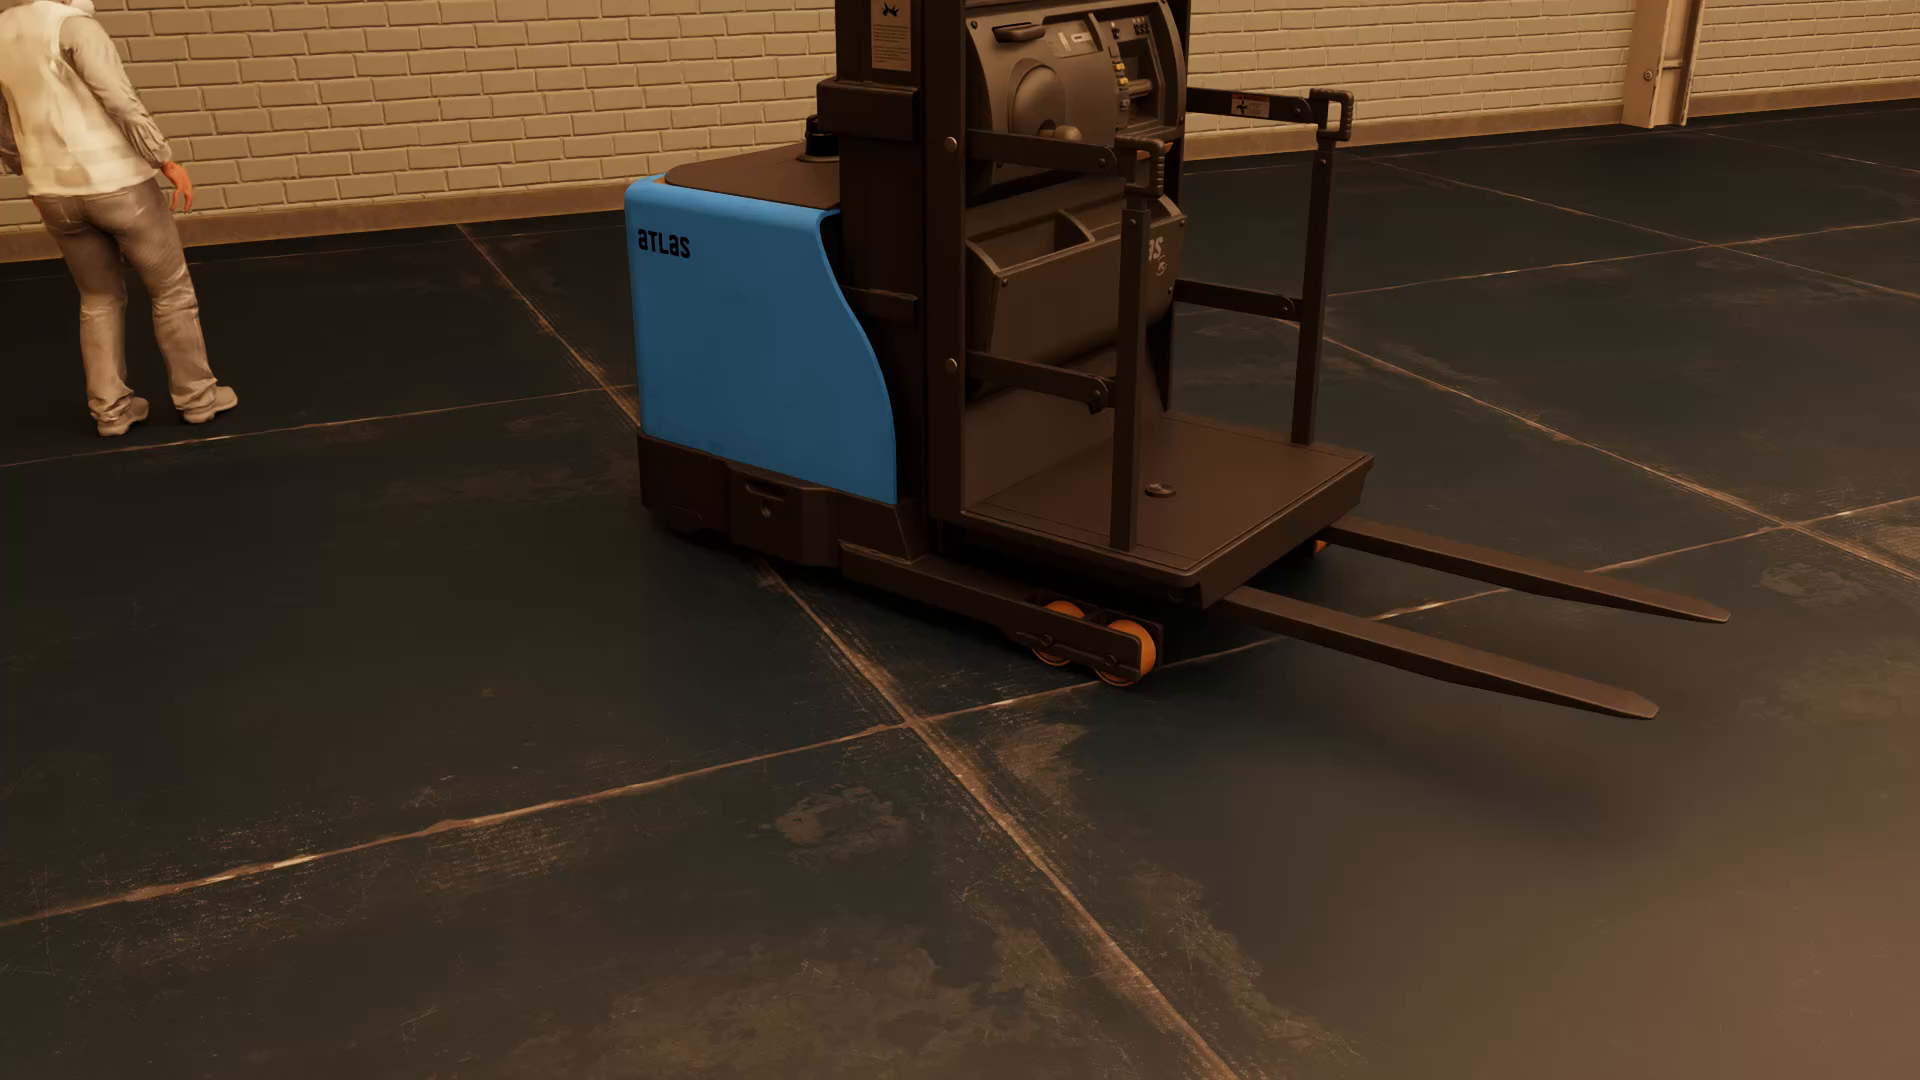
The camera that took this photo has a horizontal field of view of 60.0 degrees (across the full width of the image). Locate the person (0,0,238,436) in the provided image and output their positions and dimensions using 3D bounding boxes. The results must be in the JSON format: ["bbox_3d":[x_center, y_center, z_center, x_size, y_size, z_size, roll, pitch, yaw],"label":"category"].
[{"bbox_3d":[-3.007,-1.266,5.857,0.723,1.764,0.525,4,23,10],"label":"person"}]

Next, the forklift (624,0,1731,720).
[{"bbox_3d":[0.488,-1.213,4.206,3.031,2.935,1.130,16,27,34],"label":"forklift"}]
